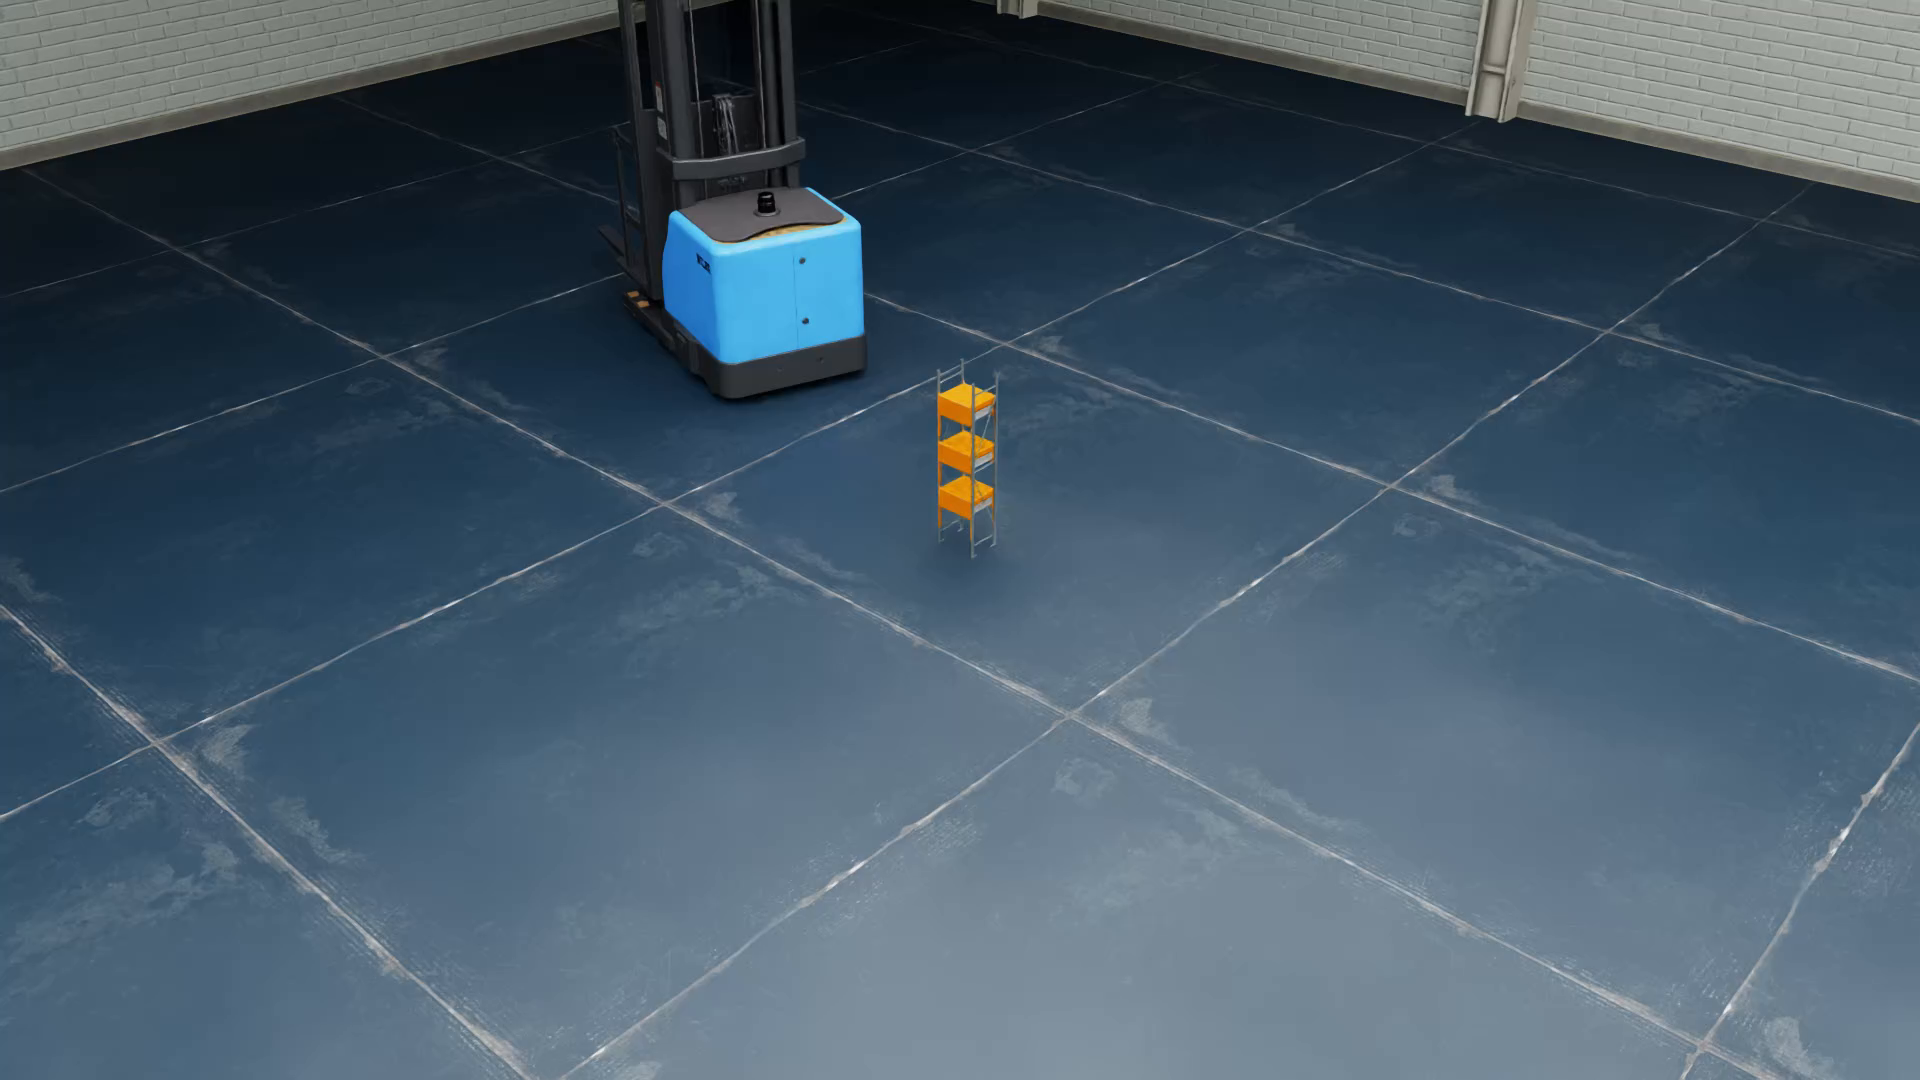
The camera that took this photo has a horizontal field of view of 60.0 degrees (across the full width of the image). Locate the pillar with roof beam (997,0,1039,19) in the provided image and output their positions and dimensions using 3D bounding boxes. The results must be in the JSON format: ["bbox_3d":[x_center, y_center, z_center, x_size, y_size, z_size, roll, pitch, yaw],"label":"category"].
[{"bbox_3d":[-2.211,-8.385,14.453,0.400,9.000,9.100,25,39,35],"label":"pillar with roof beam"}]

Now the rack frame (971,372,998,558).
[{"bbox_3d":[0.130,-0.389,8.878,0.008,1.050,0.200,25,39,35],"label":"rack frame"}]

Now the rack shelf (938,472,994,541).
[{"bbox_3d":[0.040,-0.184,9.097,0.240,0.259,0.215,25,39,35],"label":"rack shelf"}]

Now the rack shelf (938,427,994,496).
[{"bbox_3d":[0.040,-0.422,8.954,0.240,0.259,0.215,25,39,35],"label":"rack shelf"}]

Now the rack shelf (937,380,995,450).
[{"bbox_3d":[0.040,-0.665,8.808,0.240,0.259,0.215,25,39,35],"label":"rack shelf"}]

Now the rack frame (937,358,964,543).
[{"bbox_3d":[-0.051,-0.473,9.019,0.008,1.050,0.200,25,39,35],"label":"rack frame"}]

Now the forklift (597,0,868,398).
[{"bbox_3d":[-1.771,-2.890,11.209,1.130,2.935,3.031,-16,35,-25],"label":"forklift"}]

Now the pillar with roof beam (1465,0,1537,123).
[{"bbox_3d":[2.238,-6.308,11.004,0.400,9.000,9.100,25,39,35],"label":"pillar with roof beam"}]

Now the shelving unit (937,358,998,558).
[{"bbox_3d":[0.040,-0.431,8.948,0.252,1.050,0.215,25,39,35],"label":"shelving unit"}]
